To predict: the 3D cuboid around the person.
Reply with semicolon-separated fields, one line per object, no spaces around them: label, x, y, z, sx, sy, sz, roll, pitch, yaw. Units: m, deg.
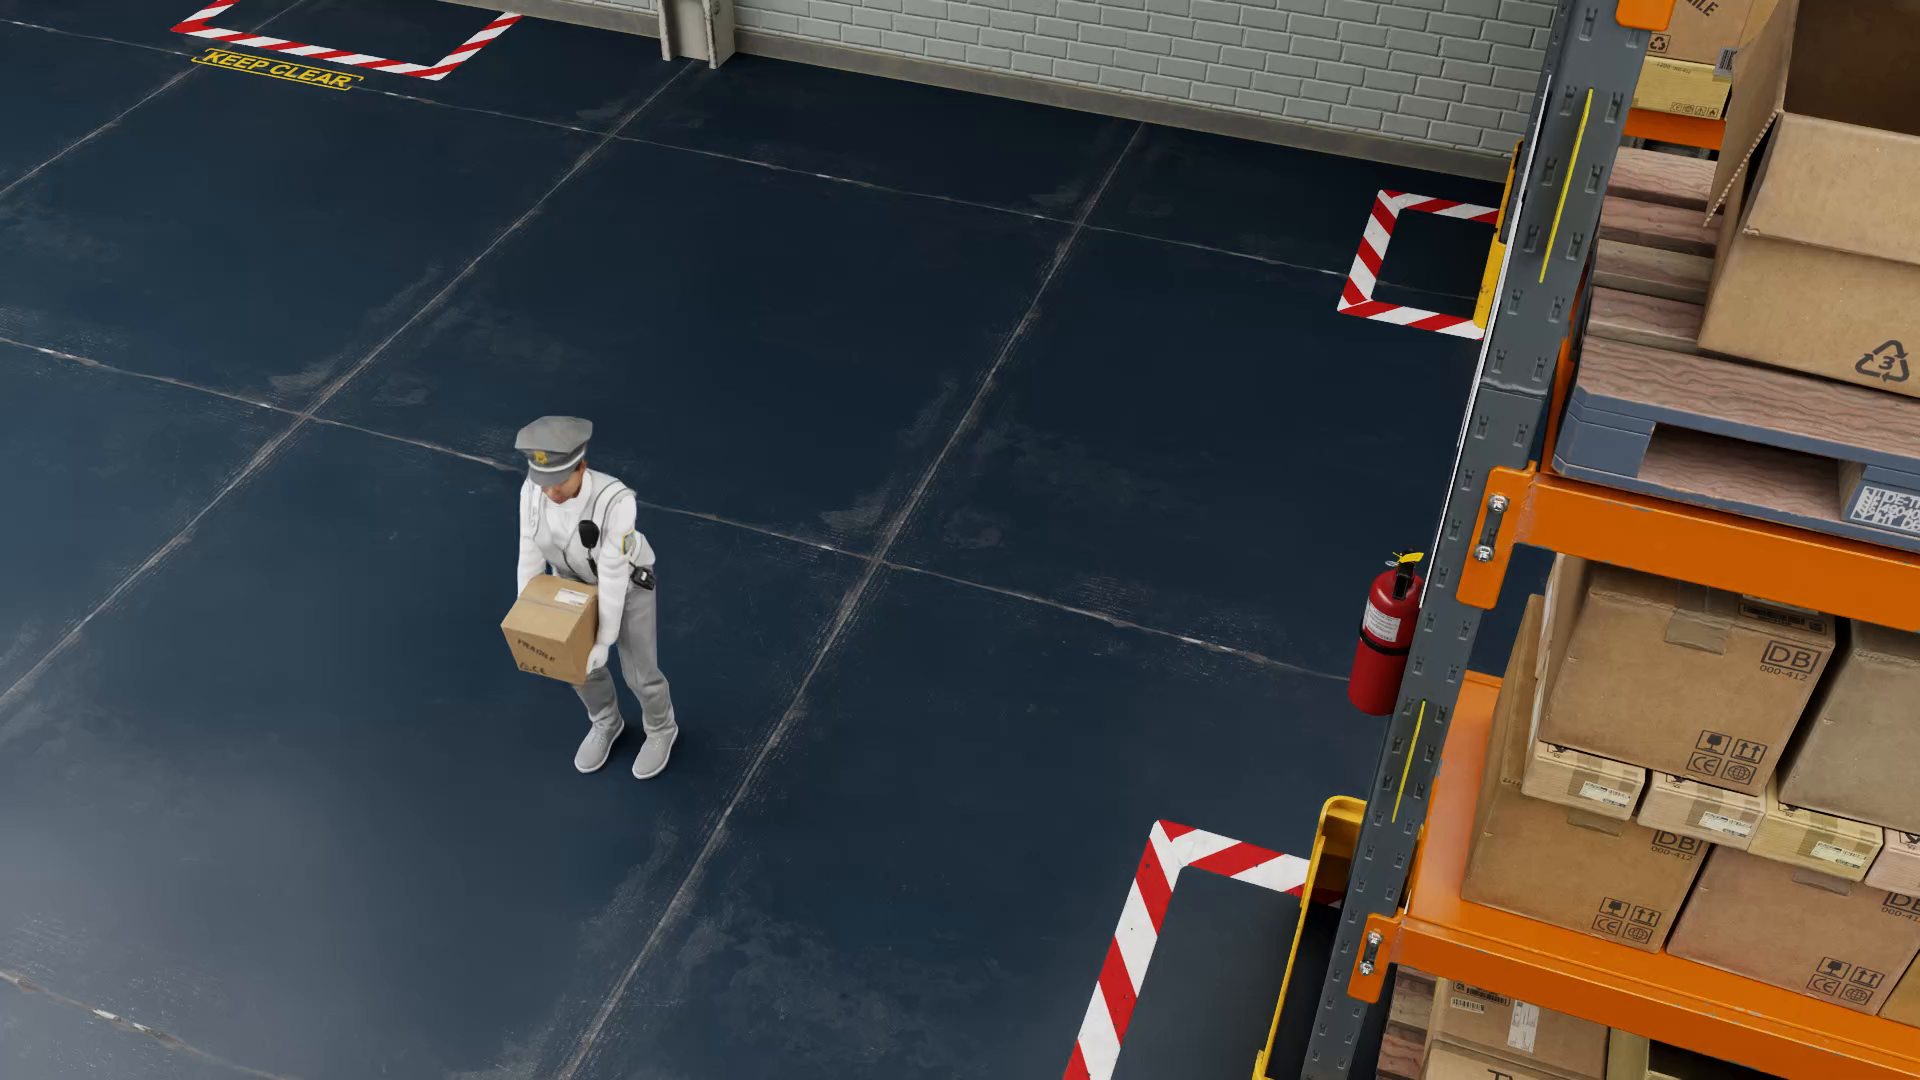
person;-1.302;0.236;5.914;0.416;1.648;0.550;13;43;14
